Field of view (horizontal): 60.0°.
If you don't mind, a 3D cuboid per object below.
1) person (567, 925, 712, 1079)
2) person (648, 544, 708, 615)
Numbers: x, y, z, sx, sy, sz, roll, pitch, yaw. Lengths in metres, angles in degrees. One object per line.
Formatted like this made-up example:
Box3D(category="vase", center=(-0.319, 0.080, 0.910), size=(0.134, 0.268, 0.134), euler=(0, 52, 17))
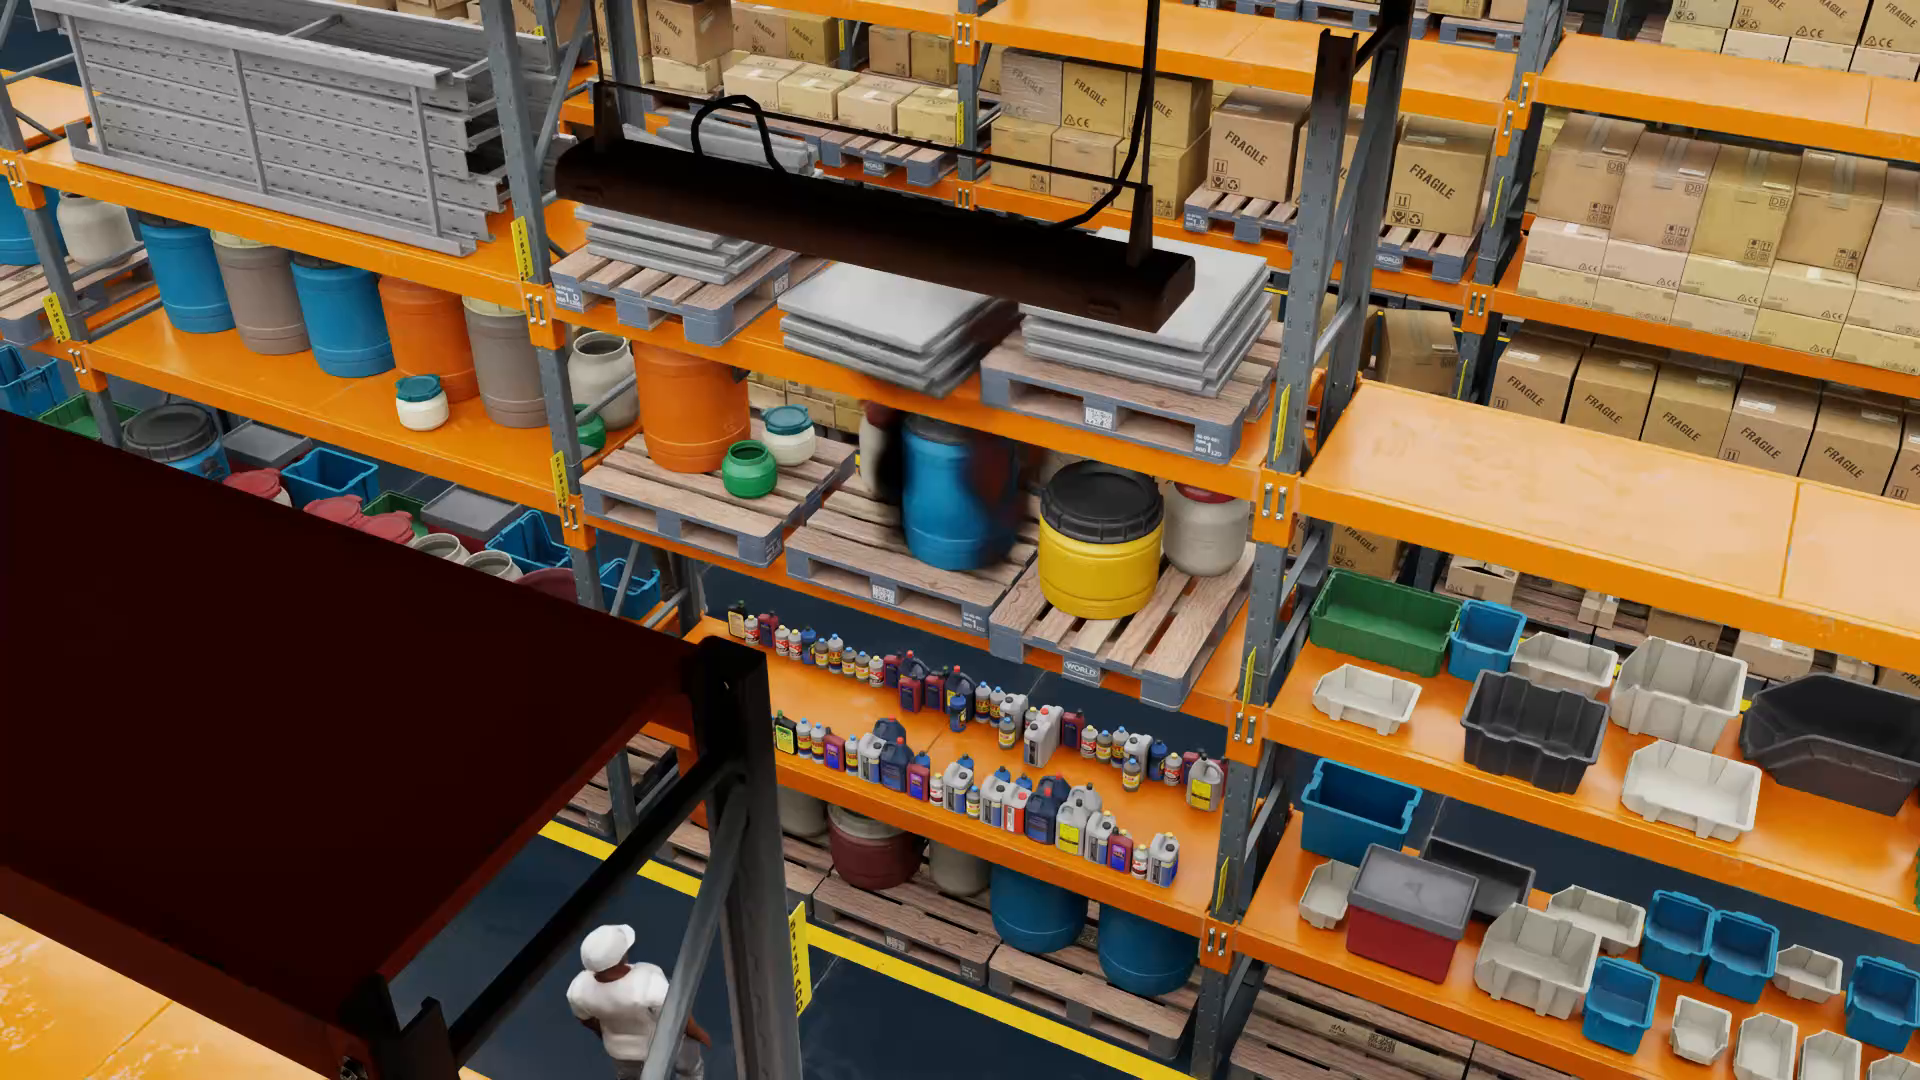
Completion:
Box3D(category="person", center=(-1.636, 2.591, 8.643), size=(0.687, 1.762, 0.446), euler=(1, 35, 1))
Box3D(category="person", center=(-2.223, -0.103, 12.601), size=(0.613, 1.822, 0.380), euler=(25, 42, 31))
